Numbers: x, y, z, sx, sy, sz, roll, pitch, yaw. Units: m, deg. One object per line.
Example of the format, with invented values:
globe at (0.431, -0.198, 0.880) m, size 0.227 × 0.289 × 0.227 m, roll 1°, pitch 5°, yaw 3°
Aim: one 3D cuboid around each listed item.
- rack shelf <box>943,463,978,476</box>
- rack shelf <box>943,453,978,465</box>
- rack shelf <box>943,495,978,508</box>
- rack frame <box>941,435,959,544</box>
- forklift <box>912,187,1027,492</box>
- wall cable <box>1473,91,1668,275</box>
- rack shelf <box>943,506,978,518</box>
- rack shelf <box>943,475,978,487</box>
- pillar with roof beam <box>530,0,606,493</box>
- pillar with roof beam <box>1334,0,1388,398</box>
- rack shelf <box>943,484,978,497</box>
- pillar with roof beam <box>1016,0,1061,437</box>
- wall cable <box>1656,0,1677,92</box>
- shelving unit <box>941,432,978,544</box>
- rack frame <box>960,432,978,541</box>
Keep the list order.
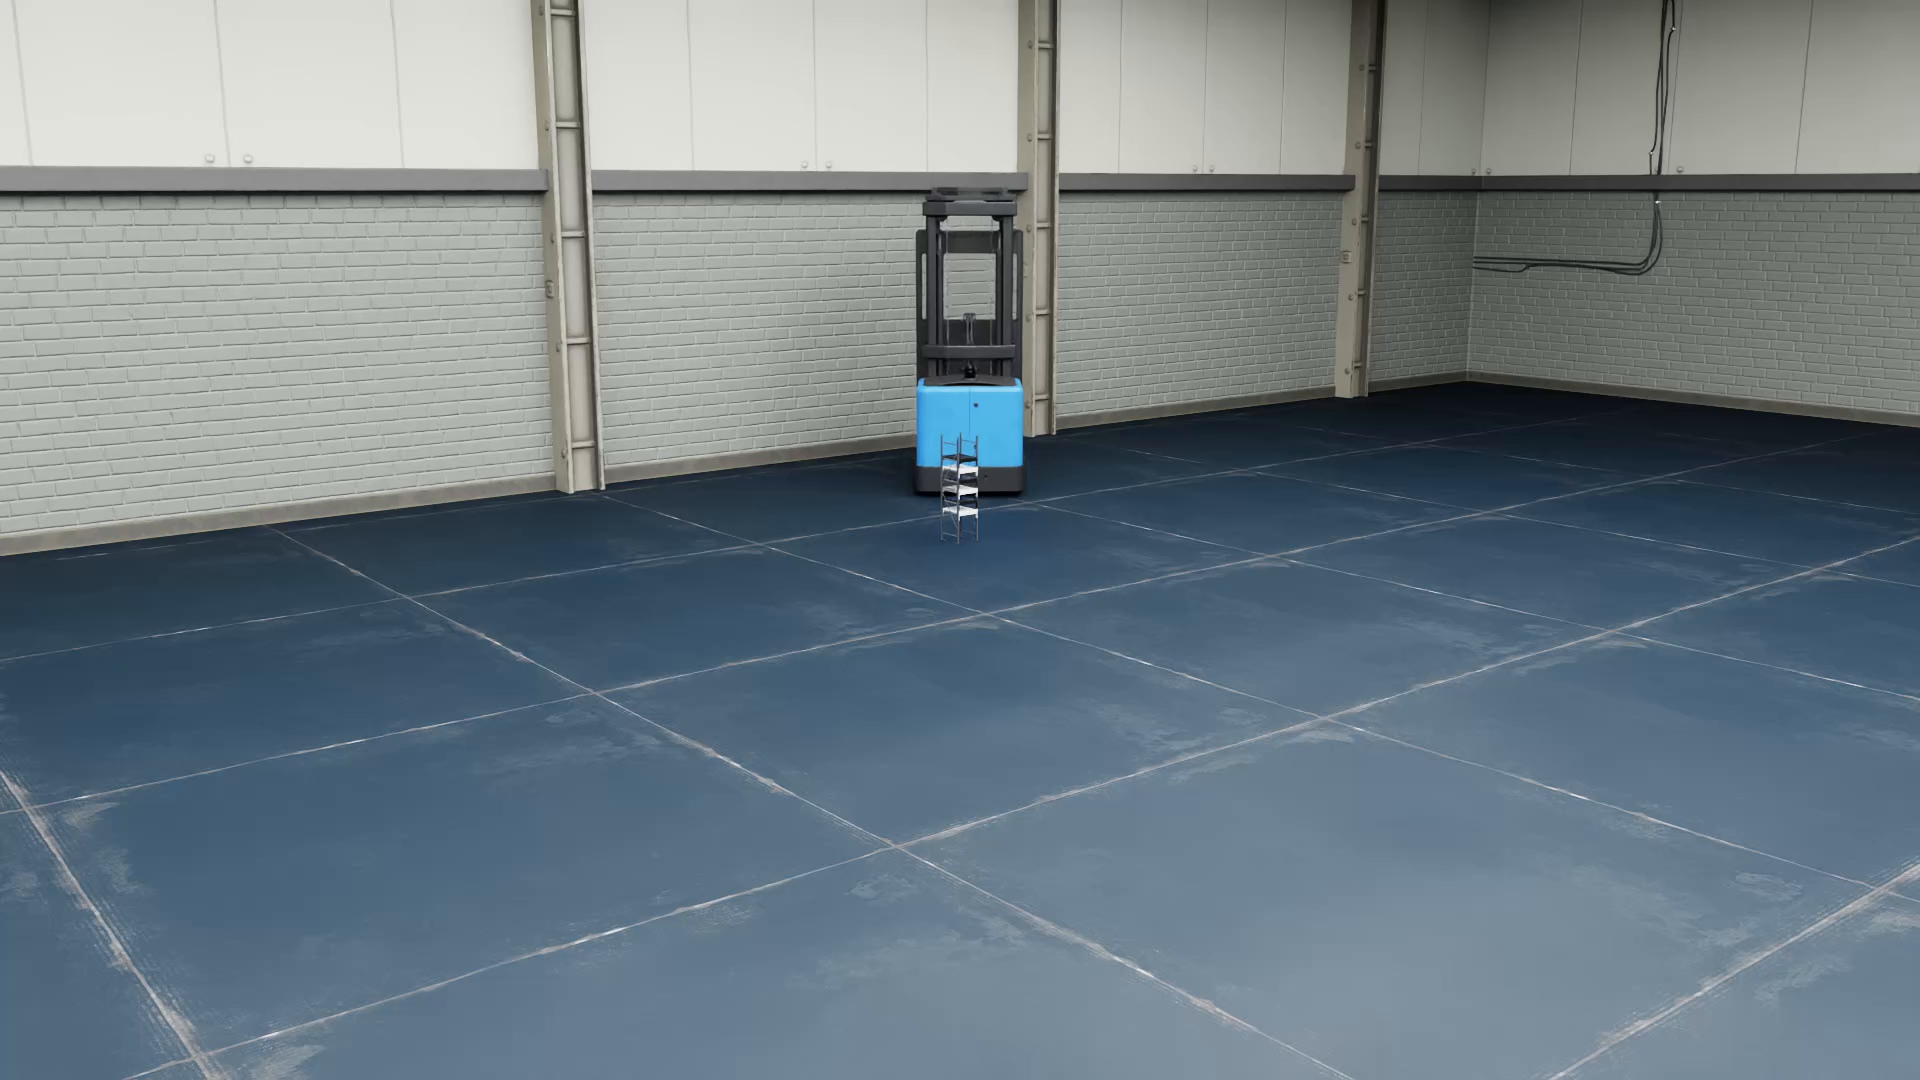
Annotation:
rack shelf at (-0.006, -0.583, 14.000) m, size 0.200 × 0.077 × 0.258 m, roll -9°, pitch 15°, yaw -38°
rack shelf at (-0.006, -0.671, 13.981) m, size 0.200 × 0.077 × 0.258 m, roll -9°, pitch 15°, yaw -38°
rack shelf at (-0.006, -0.318, 14.056) m, size 0.200 × 0.077 × 0.258 m, roll -9°, pitch 15°, yaw -38°
rack frame at (-0.086, -0.426, 13.968) m, size 0.006 × 0.900 × 0.240 m, roll -9°, pitch 15°, yaw -38°
forklift at (0.096, -2.144, 17.170) m, size 1.130 × 2.935 × 3.031 m, roll 0°, pitch 12°, yaw 0°
wall cable at (8.729, -5.114, 24.022) m, size 0.112 × 2.526 × 3.097 m, roll -9°, pitch 15°, yaw -38°
rack shelf at (-0.006, -0.230, 14.075) m, size 0.200 × 0.077 × 0.258 m, roll -9°, pitch 15°, yaw -38°
rack shelf at (-0.006, -0.495, 14.019) m, size 0.200 × 0.077 × 0.258 m, roll -9°, pitch 15°, yaw -38°
pillar with roof beam at (-1.079, -4.209, 12.288) m, size 0.400 × 9.000 × 9.100 m, roll -9°, pitch 15°, yaw -38°
pillar with roof beam at (8.291, -5.767, 19.621) m, size 0.400 × 9.000 × 9.100 m, roll -9°, pitch 15°, yaw -38°
rack shelf at (-0.006, -0.407, 14.037) m, size 0.200 × 0.077 × 0.258 m, roll -9°, pitch 15°, yaw -38°
pillar with roof beam at (3.606, -4.988, 15.954) m, size 0.400 × 9.000 × 9.100 m, roll -9°, pitch 15°, yaw -38°
wall cable at (10.419, -7.145, 21.431) m, size 0.112 × 2.526 × 3.097 m, roll -9°, pitch 15°, yaw -38°
shelving unit at (-0.006, -0.439, 14.030) m, size 0.210 × 0.900 × 0.258 m, roll -9°, pitch 15°, yaw -38°
rack frame at (0.073, -0.452, 14.092) m, size 0.006 × 0.900 × 0.240 m, roll -9°, pitch 15°, yaw -38°
